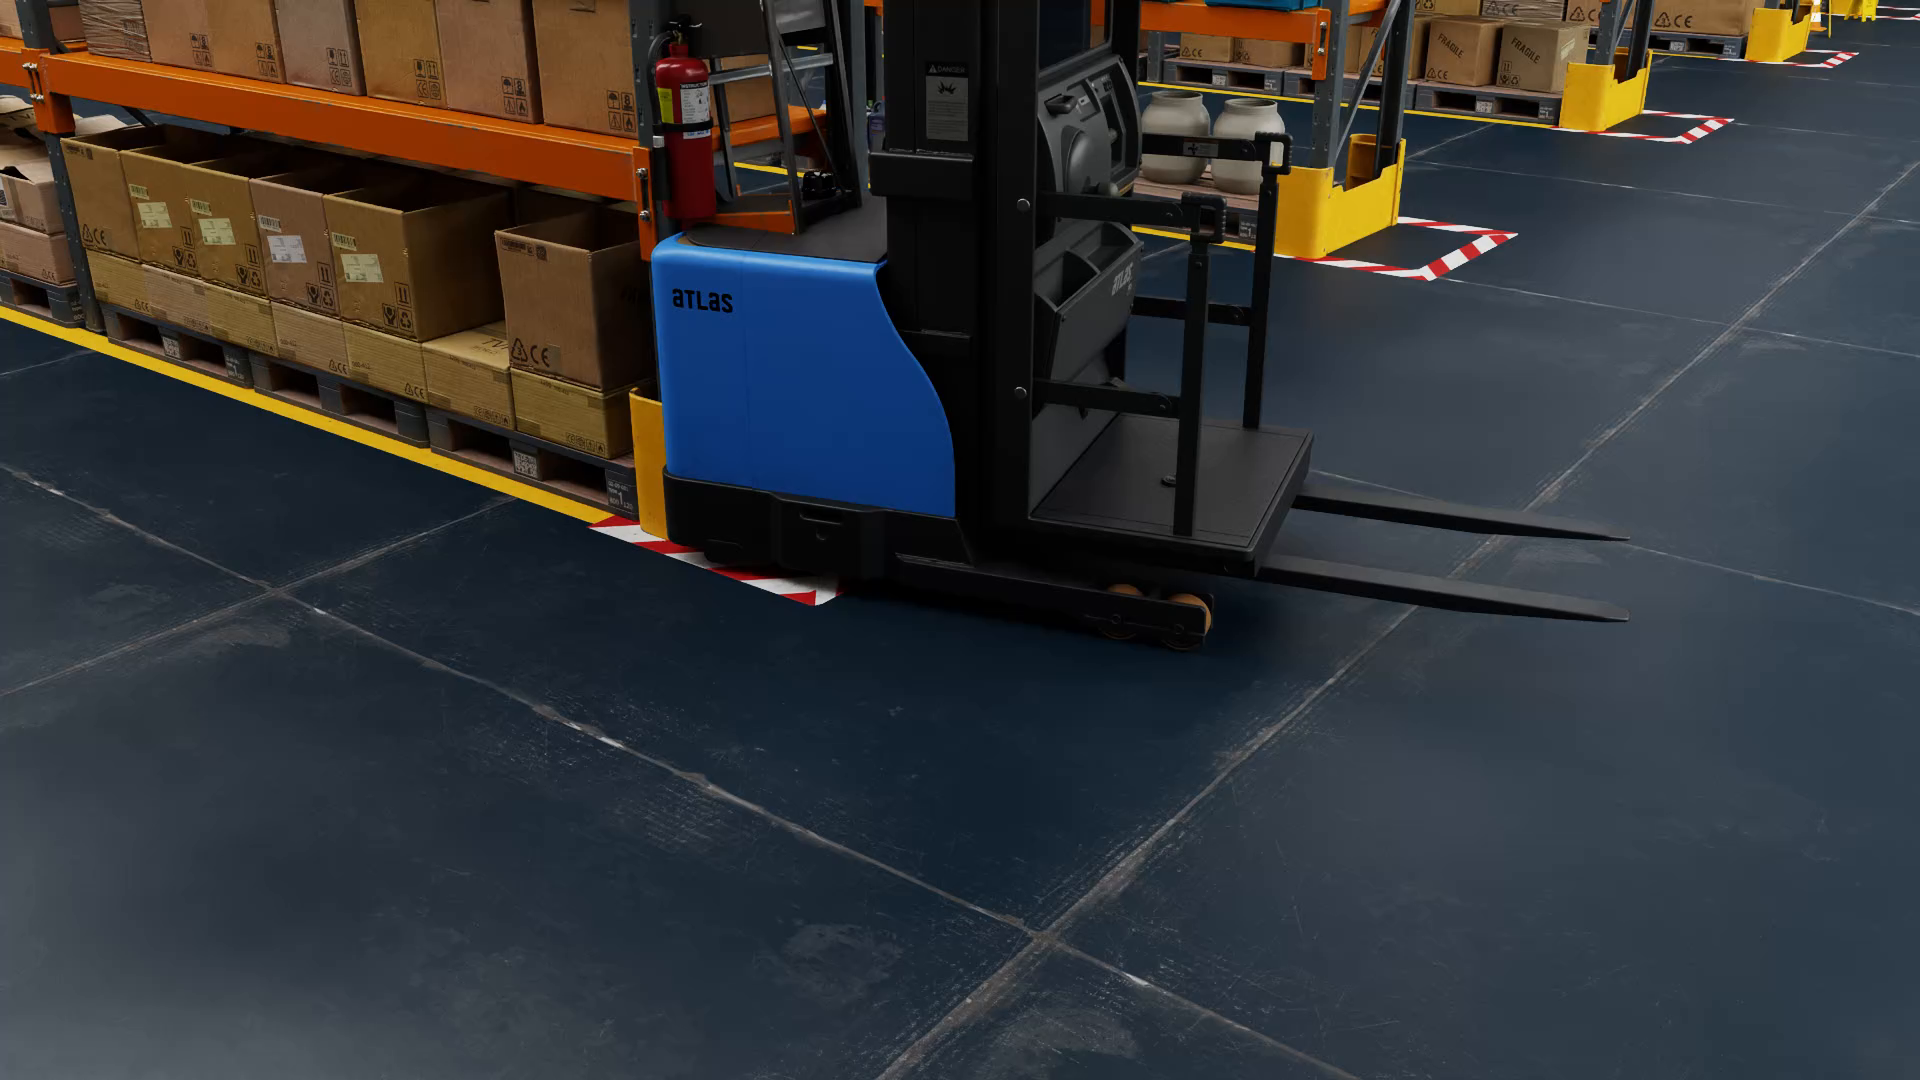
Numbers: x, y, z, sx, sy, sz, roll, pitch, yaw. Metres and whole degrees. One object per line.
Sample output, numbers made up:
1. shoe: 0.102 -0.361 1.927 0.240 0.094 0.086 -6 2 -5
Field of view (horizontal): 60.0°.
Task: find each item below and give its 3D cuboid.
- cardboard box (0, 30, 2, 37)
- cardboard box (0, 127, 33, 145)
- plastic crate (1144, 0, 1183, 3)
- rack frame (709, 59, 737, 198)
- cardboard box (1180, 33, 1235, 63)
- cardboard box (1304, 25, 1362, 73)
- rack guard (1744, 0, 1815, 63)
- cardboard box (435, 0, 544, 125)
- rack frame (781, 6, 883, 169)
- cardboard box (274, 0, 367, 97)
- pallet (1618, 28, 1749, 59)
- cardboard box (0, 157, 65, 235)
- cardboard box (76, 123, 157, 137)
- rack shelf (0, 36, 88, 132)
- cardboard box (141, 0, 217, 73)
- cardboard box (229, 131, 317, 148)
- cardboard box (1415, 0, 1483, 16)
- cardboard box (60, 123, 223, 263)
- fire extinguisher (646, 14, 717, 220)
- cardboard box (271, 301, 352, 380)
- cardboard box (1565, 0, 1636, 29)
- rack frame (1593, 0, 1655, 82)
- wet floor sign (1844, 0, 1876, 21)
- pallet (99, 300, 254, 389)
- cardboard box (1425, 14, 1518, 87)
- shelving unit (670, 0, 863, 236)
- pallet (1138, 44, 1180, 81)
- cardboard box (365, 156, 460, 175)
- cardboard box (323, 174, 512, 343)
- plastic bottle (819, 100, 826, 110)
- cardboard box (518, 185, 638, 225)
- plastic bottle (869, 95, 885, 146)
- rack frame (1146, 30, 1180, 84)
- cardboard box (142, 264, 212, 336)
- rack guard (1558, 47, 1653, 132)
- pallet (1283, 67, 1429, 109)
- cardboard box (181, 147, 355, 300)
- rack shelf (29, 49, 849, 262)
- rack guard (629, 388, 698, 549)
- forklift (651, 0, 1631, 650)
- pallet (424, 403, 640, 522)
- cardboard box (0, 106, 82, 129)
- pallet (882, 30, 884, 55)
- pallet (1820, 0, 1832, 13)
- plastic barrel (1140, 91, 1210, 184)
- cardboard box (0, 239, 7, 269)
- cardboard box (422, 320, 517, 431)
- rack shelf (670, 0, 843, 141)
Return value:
1. cardboard box: -4.696 -2.626 8.157 0.258 0.266 0.396 16 28 32
2. cardboard box: -5.196 -1.976 8.707 0.500 0.311 0.500 17 29 33
3. plastic crate: 1.196 -3.280 9.658 0.408 0.251 0.499 17 29 33
4. rack frame: -0.835 -0.922 5.635 0.015 2.100 0.400 4 22 27
5. cardboard box: 2.358 -4.668 15.204 0.500 0.500 0.500 16 28 32
6. cardboard box: 3.365 -4.407 14.612 0.500 0.500 0.500 14 27 29
7. rack guard: 8.337 -5.188 16.906 0.348 0.500 1.175 17 29 33
8. cardboard box: -1.471 -1.855 6.117 0.500 0.500 0.700 18 29 35
9. rack frame: -0.909 -4.132 11.407 0.127 3.000 1.000 17 29 33
10. cardboard box: -2.288 -2.103 6.679 0.500 0.500 0.700 18 29 35
11. pallet: 7.631 -5.230 17.359 1.213 0.211 1.003 17 29 33
12. cardboard box: -4.378 -1.730 8.151 0.500 0.311 0.500 17 29 33
13. cardboard box: -4.461 -2.028 8.826 0.500 0.311 0.500 16 29 33
14. rack shelf: -5.483 -2.689 9.024 4.000 0.370 1.077 17 29 33
15. cardboard box: -3.098 -2.349 7.238 0.500 0.500 0.700 16 29 33
16. cardboard box: -2.987 -1.645 7.723 0.500 0.500 0.500 17 29 33
17. cardboard box: 5.579 -6.351 18.558 0.875 0.875 0.875 17 29 34
18. cardboard box: -3.699 -1.598 7.616 0.500 0.500 0.500 17 29 33
19. fire extinguisher: -0.866 -1.353 5.197 0.183 0.674 0.296 17 29 33
20. cardboard box: -2.495 -0.894 6.949 0.500 0.250 0.500 17 29 33
21. cardboard box: 7.031 -5.913 17.564 0.875 0.875 0.875 16 29 32
22. rack frame: 5.263 -4.762 12.838 0.127 3.000 1.000 17 29 33
23. wet floor sign: 10.716 -6.491 19.682 0.267 0.644 0.232 -15 28 -30
24. pallet: -3.271 -1.053 7.877 1.213 0.211 1.003 17 29 33
25. cardboard box: 4.274 -4.100 13.916 0.500 0.500 0.500 -17 29 -34
26. shelving unit: -0.619 -0.908 5.523 0.503 2.100 0.431 4 22 27
27. pallet: 1.438 -4.641 16.022 1.213 0.211 1.003 17 29 33
28. cardboard box: -2.176 -1.409 7.187 0.500 0.500 0.500 17 29 33
29. cardboard box: -2.098 -1.115 6.519 0.500 0.500 0.500 17 29 33
30. plastic bottle: -0.917 -2.866 11.372 0.097 0.271 0.097 0 24 0
31. cardboard box: -1.379 -1.166 6.635 0.500 0.500 0.500 17 29 33
32. plastic bottle: -0.512 -2.792 11.105 0.185 0.351 0.144 18 29 35
33. rack frame: 2.062 -5.730 15.034 0.127 3.000 1.000 17 29 33
34. cardboard box: -3.296 -1.136 7.497 0.500 0.250 0.500 17 29 33
35. rack guard: 5.202 -3.637 13.384 0.348 0.500 1.175 17 29 33
36. pallet: 3.601 -4.008 14.584 1.213 0.211 1.003 17 29 33
37. cardboard box: -2.899 -1.356 7.068 0.500 0.500 0.500 17 29 33
38. rack shelf: -2.282 -1.721 6.829 4.000 0.370 1.077 17 29 33
39. rack guard: -0.662 -0.417 6.077 0.348 0.500 1.175 17 29 33
40. forklift: 0.584 -1.253 4.958 3.031 2.935 1.130 9 25 19
41. pallet: -1.319 -0.462 6.538 1.213 0.211 1.003 17 29 33
42. cardboard box: -5.295 -2.277 9.390 0.500 0.311 0.500 18 29 35
43. pallet: -0.515 -5.231 17.361 1.213 0.211 1.003 17 29 33
44. pallet: 10.516 -6.910 21.171 1.213 0.211 1.003 17 29 33
45. plastic barrel: 1.319 -2.474 10.209 0.421 0.512 0.421 0 24 0
46. cardboard box: -4.792 -1.598 8.546 0.500 0.250 0.500 16 29 33
47. cardboard box: -1.695 -0.652 6.400 0.500 0.250 0.500 17 29 33
48. rack shelf: -0.693 -1.552 5.298 0.480 0.518 0.431 4 22 27
